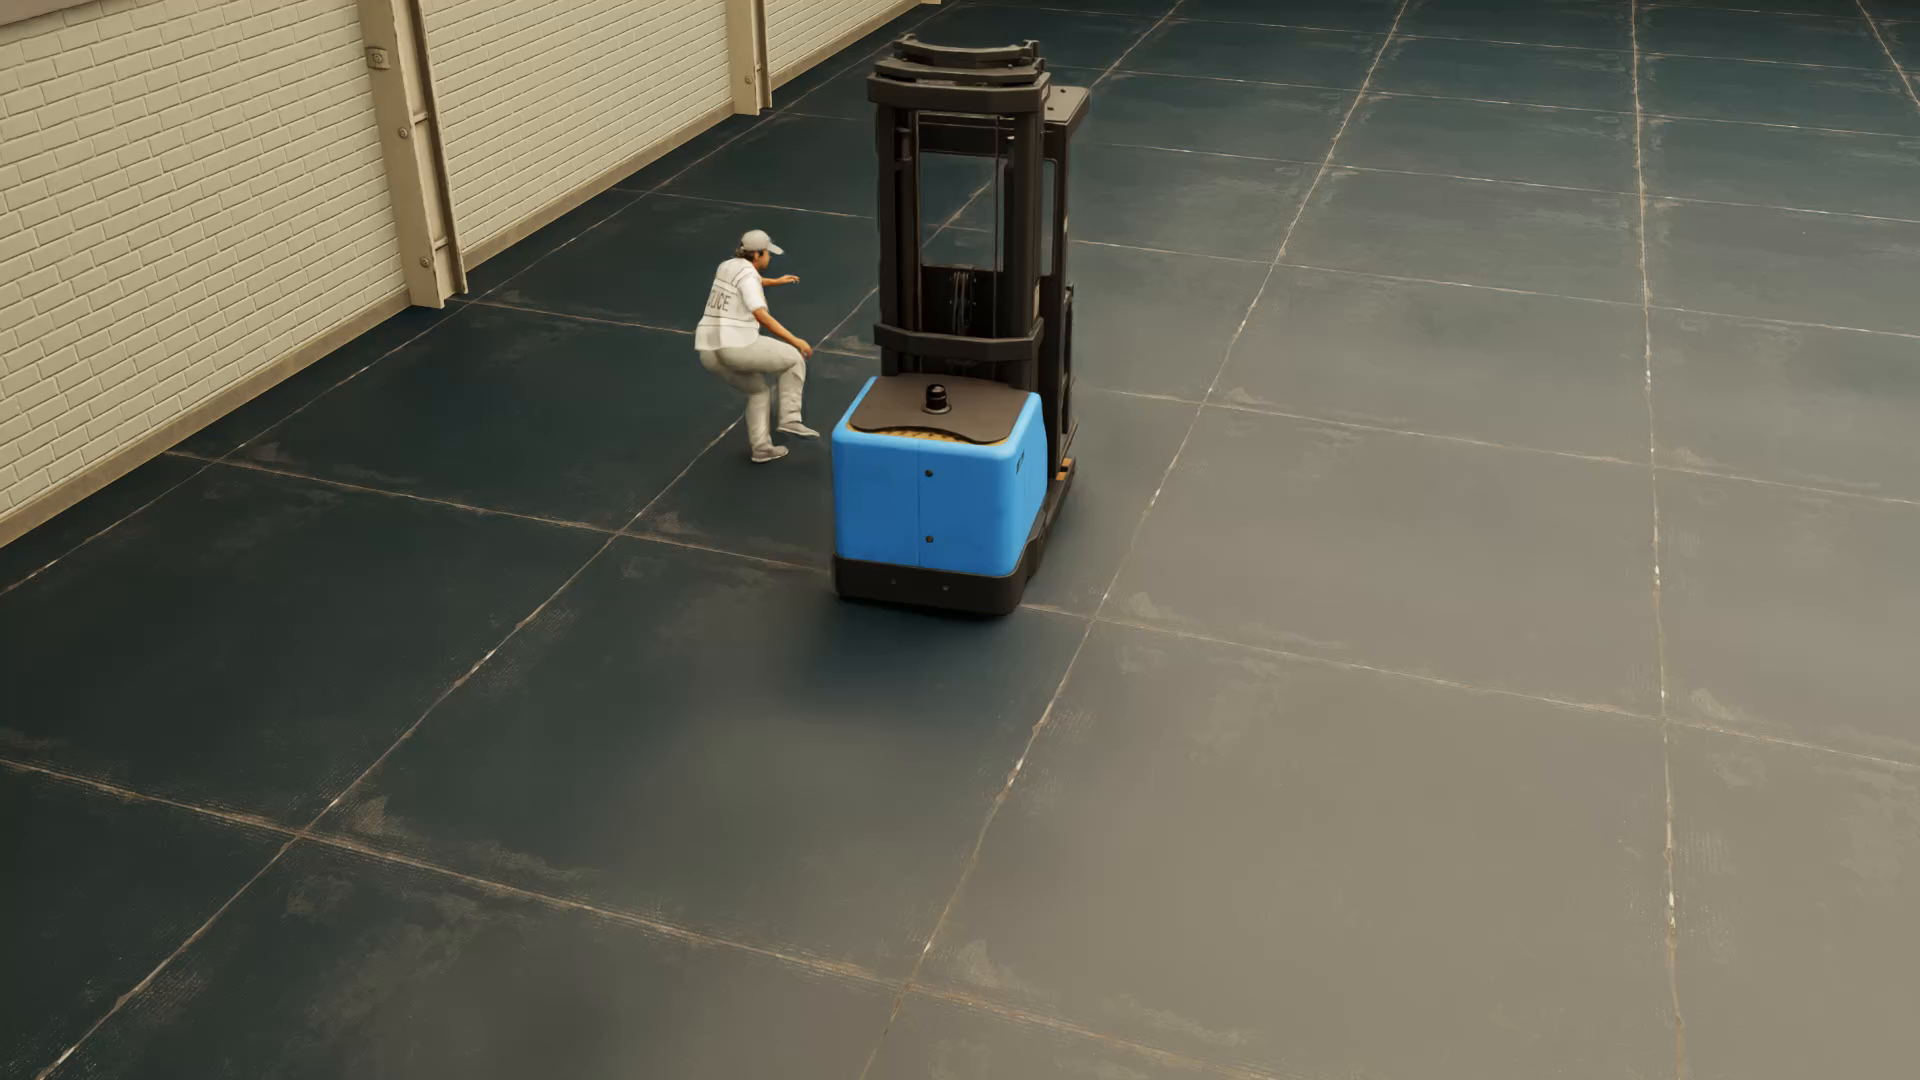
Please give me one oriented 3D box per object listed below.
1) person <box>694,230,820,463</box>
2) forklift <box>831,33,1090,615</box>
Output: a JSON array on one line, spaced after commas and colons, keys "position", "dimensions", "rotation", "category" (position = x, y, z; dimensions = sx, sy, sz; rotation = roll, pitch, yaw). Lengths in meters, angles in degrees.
[{"position": [-1.291, -1.305, 10.971], "dimensions": [0.900, 1.441, 0.875], "rotation": [25, 38, 37], "category": "person"}, {"position": [0.127, -1.575, 9.900], "dimensions": [1.130, 2.935, 3.031], "rotation": [7, 30, 12], "category": "forklift"}]
